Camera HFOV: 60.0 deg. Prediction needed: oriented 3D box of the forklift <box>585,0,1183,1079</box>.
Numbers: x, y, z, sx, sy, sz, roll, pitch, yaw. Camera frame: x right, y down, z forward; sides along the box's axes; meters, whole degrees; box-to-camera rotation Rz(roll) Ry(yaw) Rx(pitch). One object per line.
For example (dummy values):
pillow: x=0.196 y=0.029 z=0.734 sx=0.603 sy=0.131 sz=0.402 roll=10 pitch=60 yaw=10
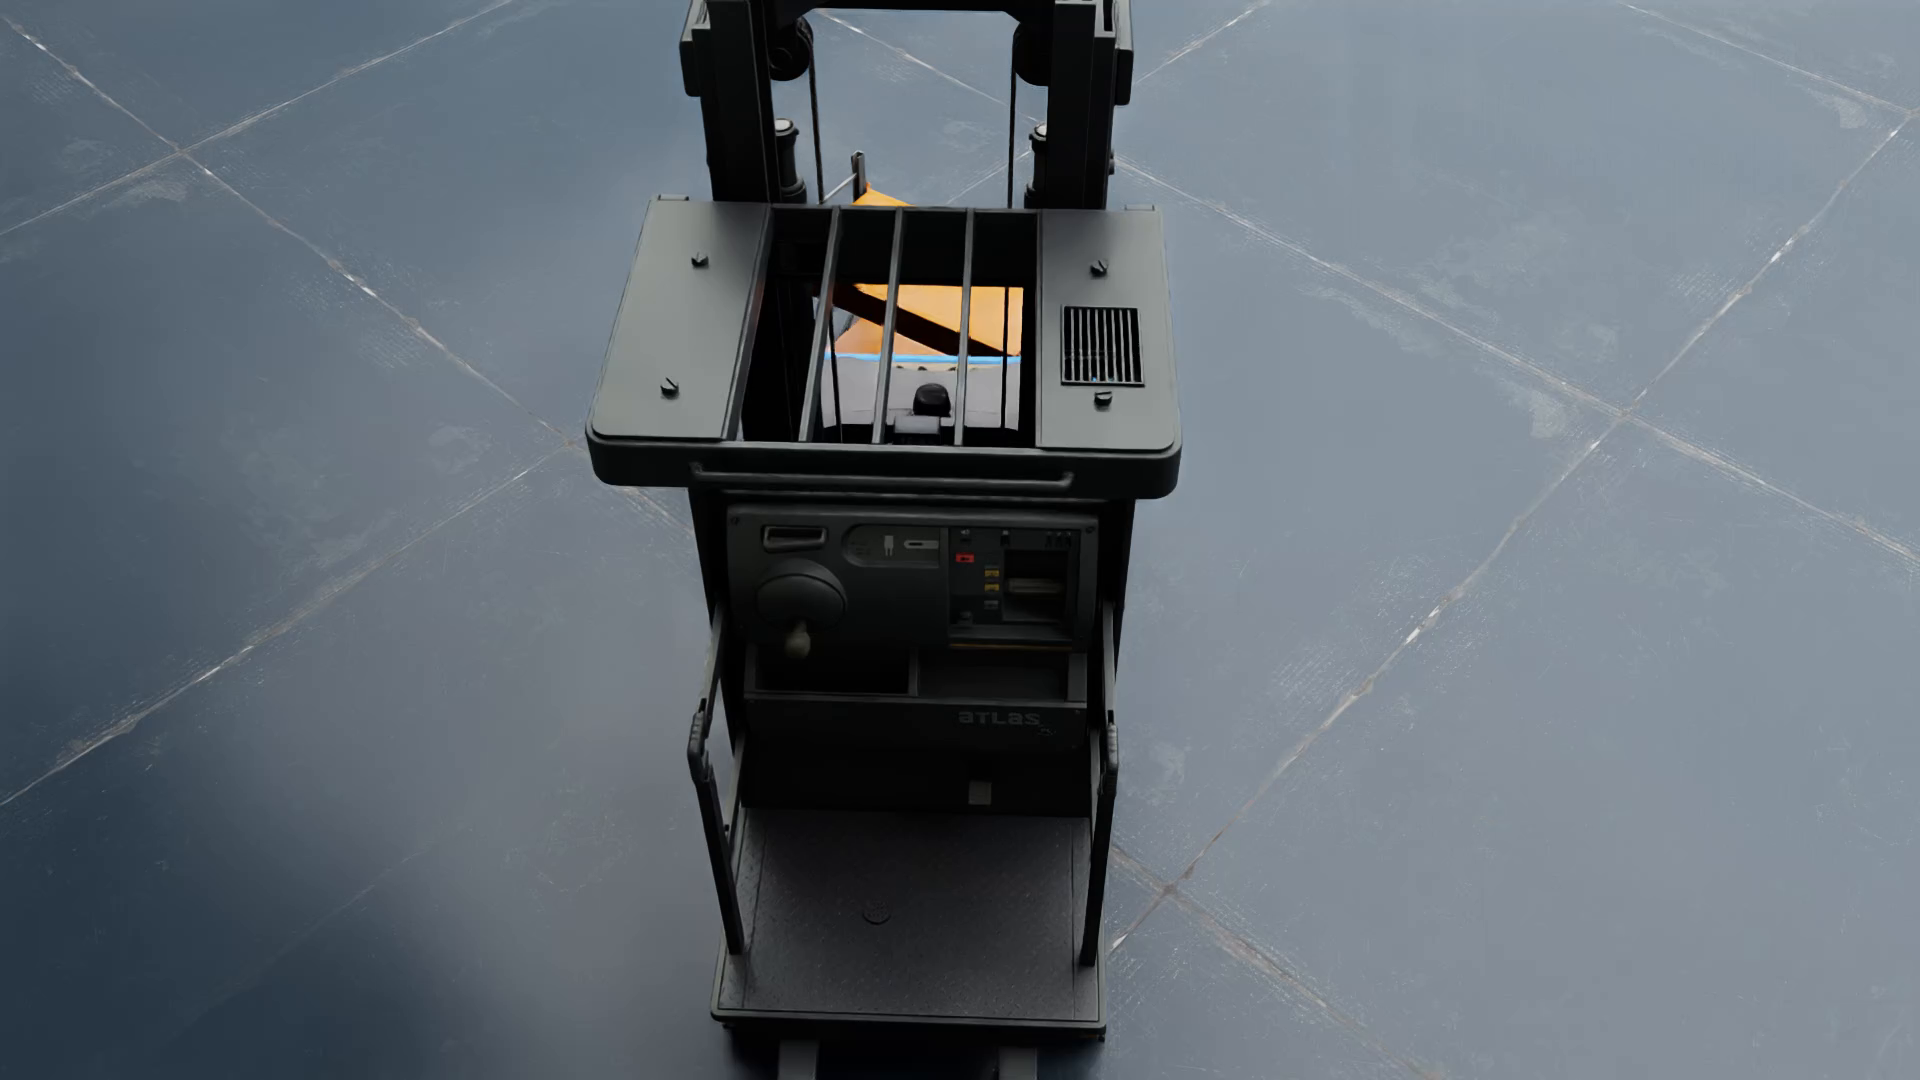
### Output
forklift: x=-0.126 y=0.207 z=4.045 sx=1.130 sy=2.935 sz=3.031 roll=2 pitch=47 yaw=1

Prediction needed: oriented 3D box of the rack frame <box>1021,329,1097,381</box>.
rack frame: x=0.350 y=-0.462 z=5.912 sx=0.032 sy=1.125 sz=0.500 roll=26 pitch=52 yaw=22

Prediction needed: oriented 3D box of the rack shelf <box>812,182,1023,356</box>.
rack shelf: x=-0.073 y=-0.868 z=5.892 sx=1.000 sy=0.278 sz=0.538 roll=26 pitch=52 yaw=22

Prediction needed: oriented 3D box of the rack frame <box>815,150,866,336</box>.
rack frame: x=-0.496 y=-0.873 z=6.298 sx=0.032 sy=1.125 sz=0.500 roll=26 pitch=52 yaw=22

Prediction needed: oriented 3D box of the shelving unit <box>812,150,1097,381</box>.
shelving unit: x=-0.073 y=-0.668 z=6.105 sx=1.048 sy=1.125 sz=0.538 roll=26 pitch=52 yaw=22

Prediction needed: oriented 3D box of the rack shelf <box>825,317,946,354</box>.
rack shelf: x=-0.073 y=-0.500 z=6.284 sx=1.000 sy=0.278 sz=0.538 roll=26 pitch=52 yaw=22
